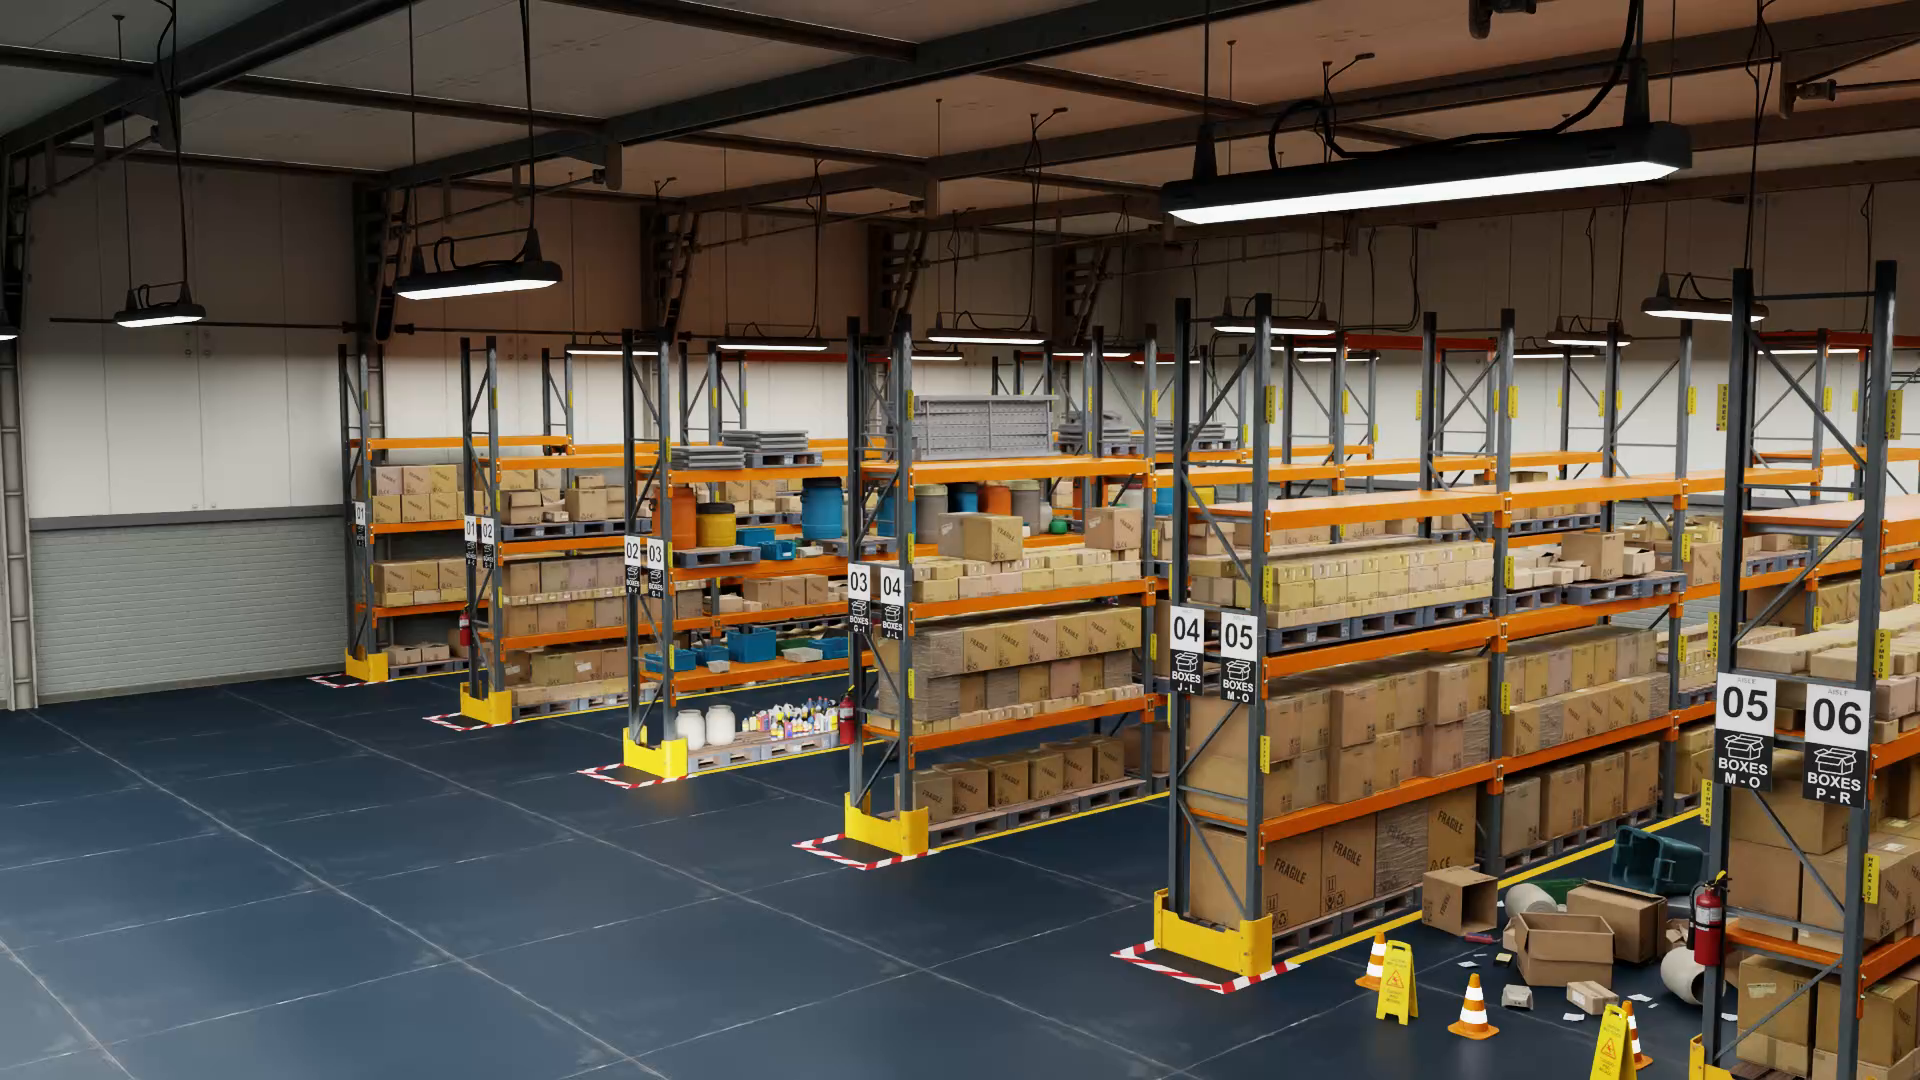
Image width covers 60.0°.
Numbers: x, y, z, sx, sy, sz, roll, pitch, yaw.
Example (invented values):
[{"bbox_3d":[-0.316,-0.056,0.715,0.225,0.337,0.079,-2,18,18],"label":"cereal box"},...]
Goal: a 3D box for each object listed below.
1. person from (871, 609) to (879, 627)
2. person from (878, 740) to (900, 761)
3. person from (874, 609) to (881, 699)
[{"bbox_3d":[-1.754,1.167,35.437,0.429,1.644,0.939,4,7,39],"label":"person"},{"bbox_3d":[-0.951,2.201,23.264,0.440,1.719,0.580,2,5,17],"label":"person"},{"bbox_3d":[-1.246,1.886,28.053,0.456,1.490,0.727,1,5,10],"label":"person"}]
